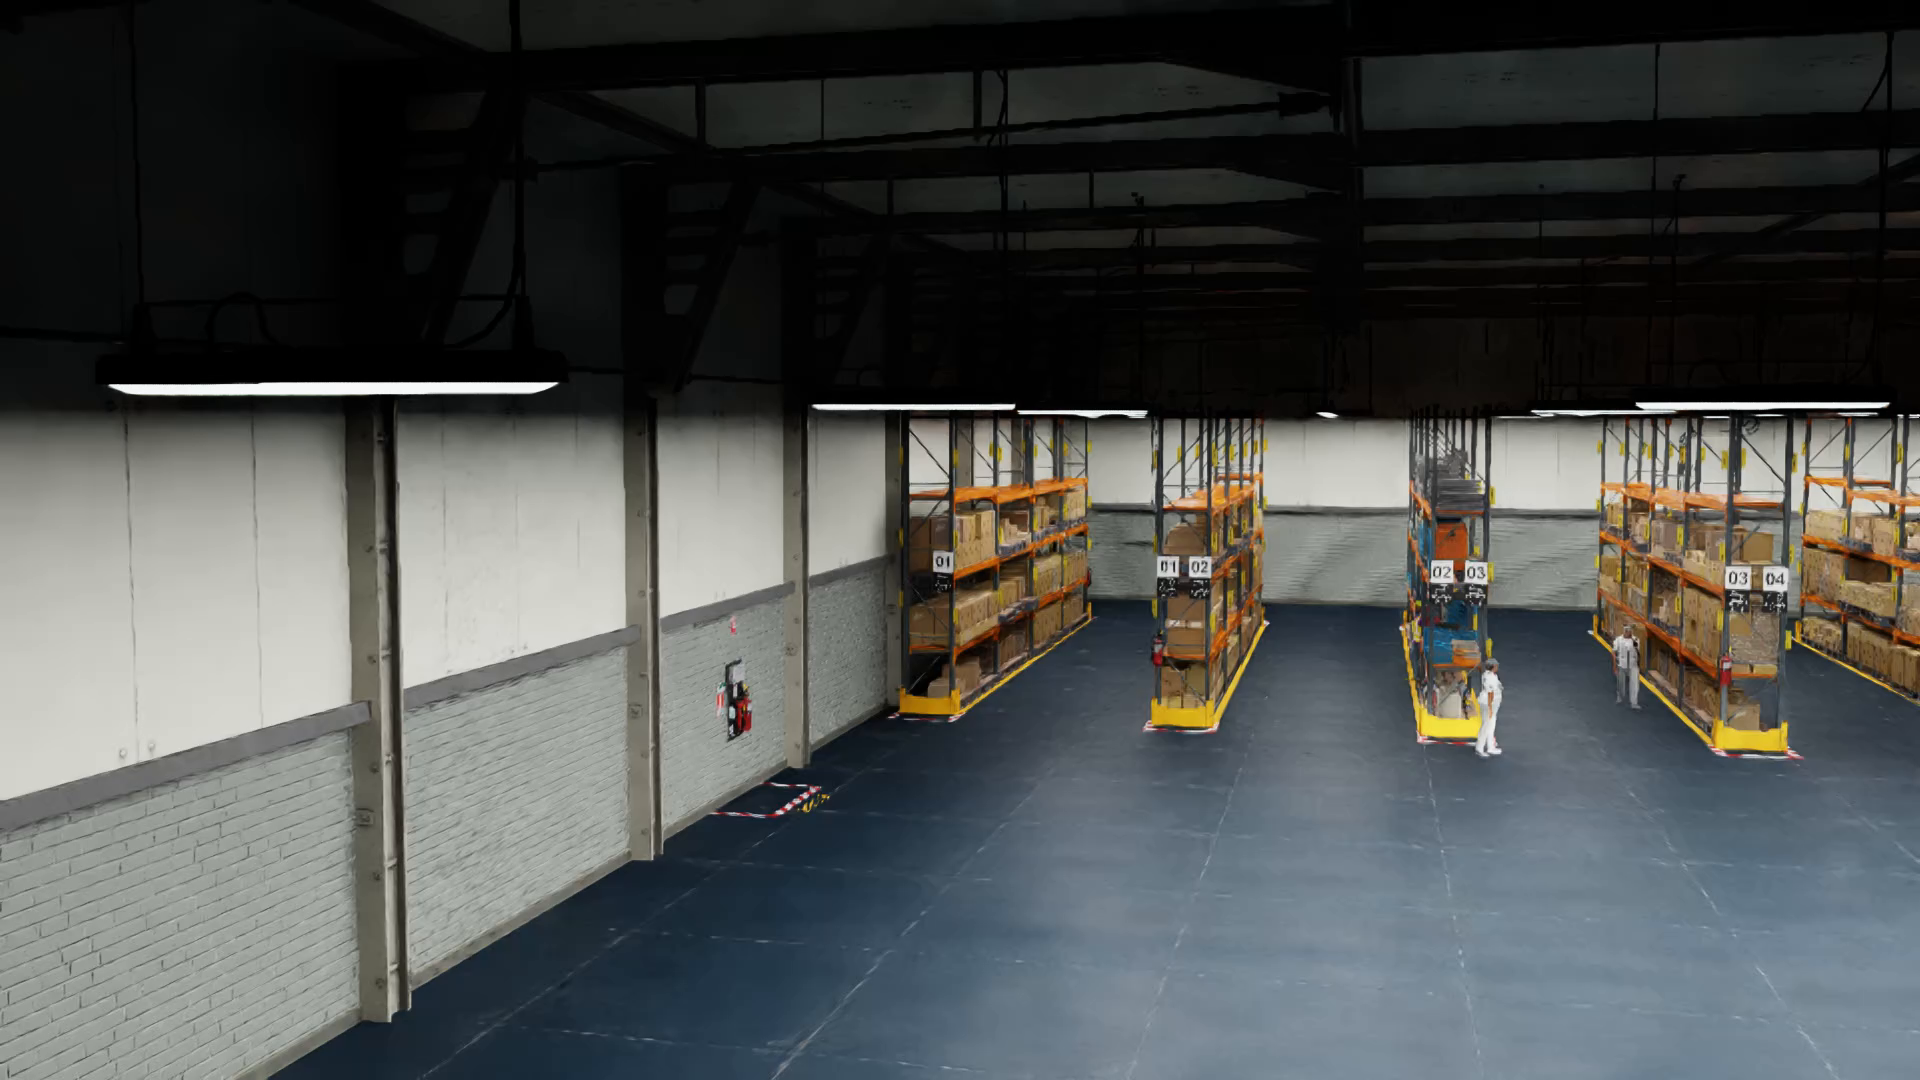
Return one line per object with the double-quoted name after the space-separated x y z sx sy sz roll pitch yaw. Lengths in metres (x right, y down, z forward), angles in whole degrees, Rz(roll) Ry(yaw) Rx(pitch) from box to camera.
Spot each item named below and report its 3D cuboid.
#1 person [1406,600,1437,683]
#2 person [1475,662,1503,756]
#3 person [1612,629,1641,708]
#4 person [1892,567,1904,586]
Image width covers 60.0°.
9.757 2.134 35.102 0.584 1.746 0.718 0 4 -1 "person"
9.079 2.856 28.511 0.493 1.639 0.677 1 4 9 "person"
13.309 2.496 33.216 0.540 1.641 1.111 1 4 17 "person"
26.177 1.547 46.705 0.518 1.664 0.514 -2 4 -23 "person"
